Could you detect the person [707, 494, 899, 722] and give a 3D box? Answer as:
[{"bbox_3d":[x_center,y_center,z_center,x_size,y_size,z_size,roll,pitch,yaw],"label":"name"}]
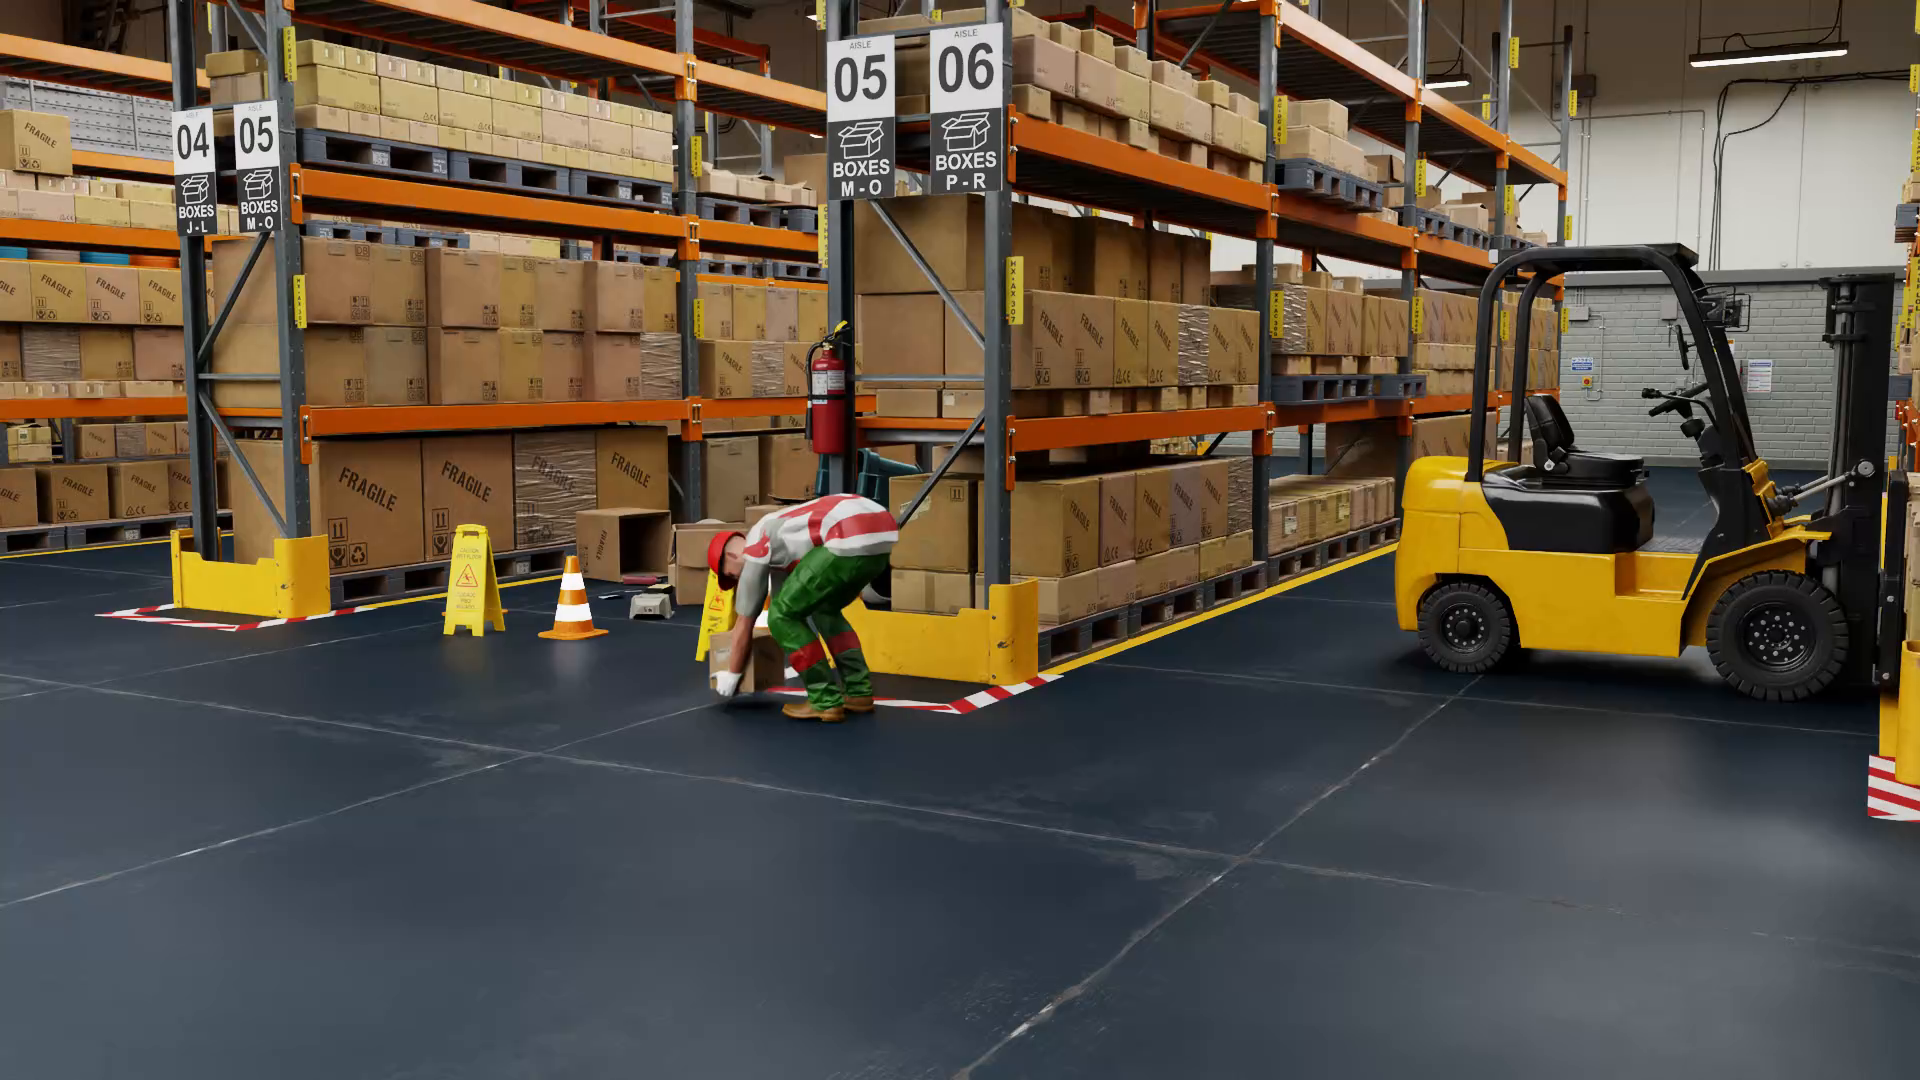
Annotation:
[{"bbox_3d":[-0.741,0.284,7.542,0.950,0.997,0.528,3,7,26],"label":"person"}]
